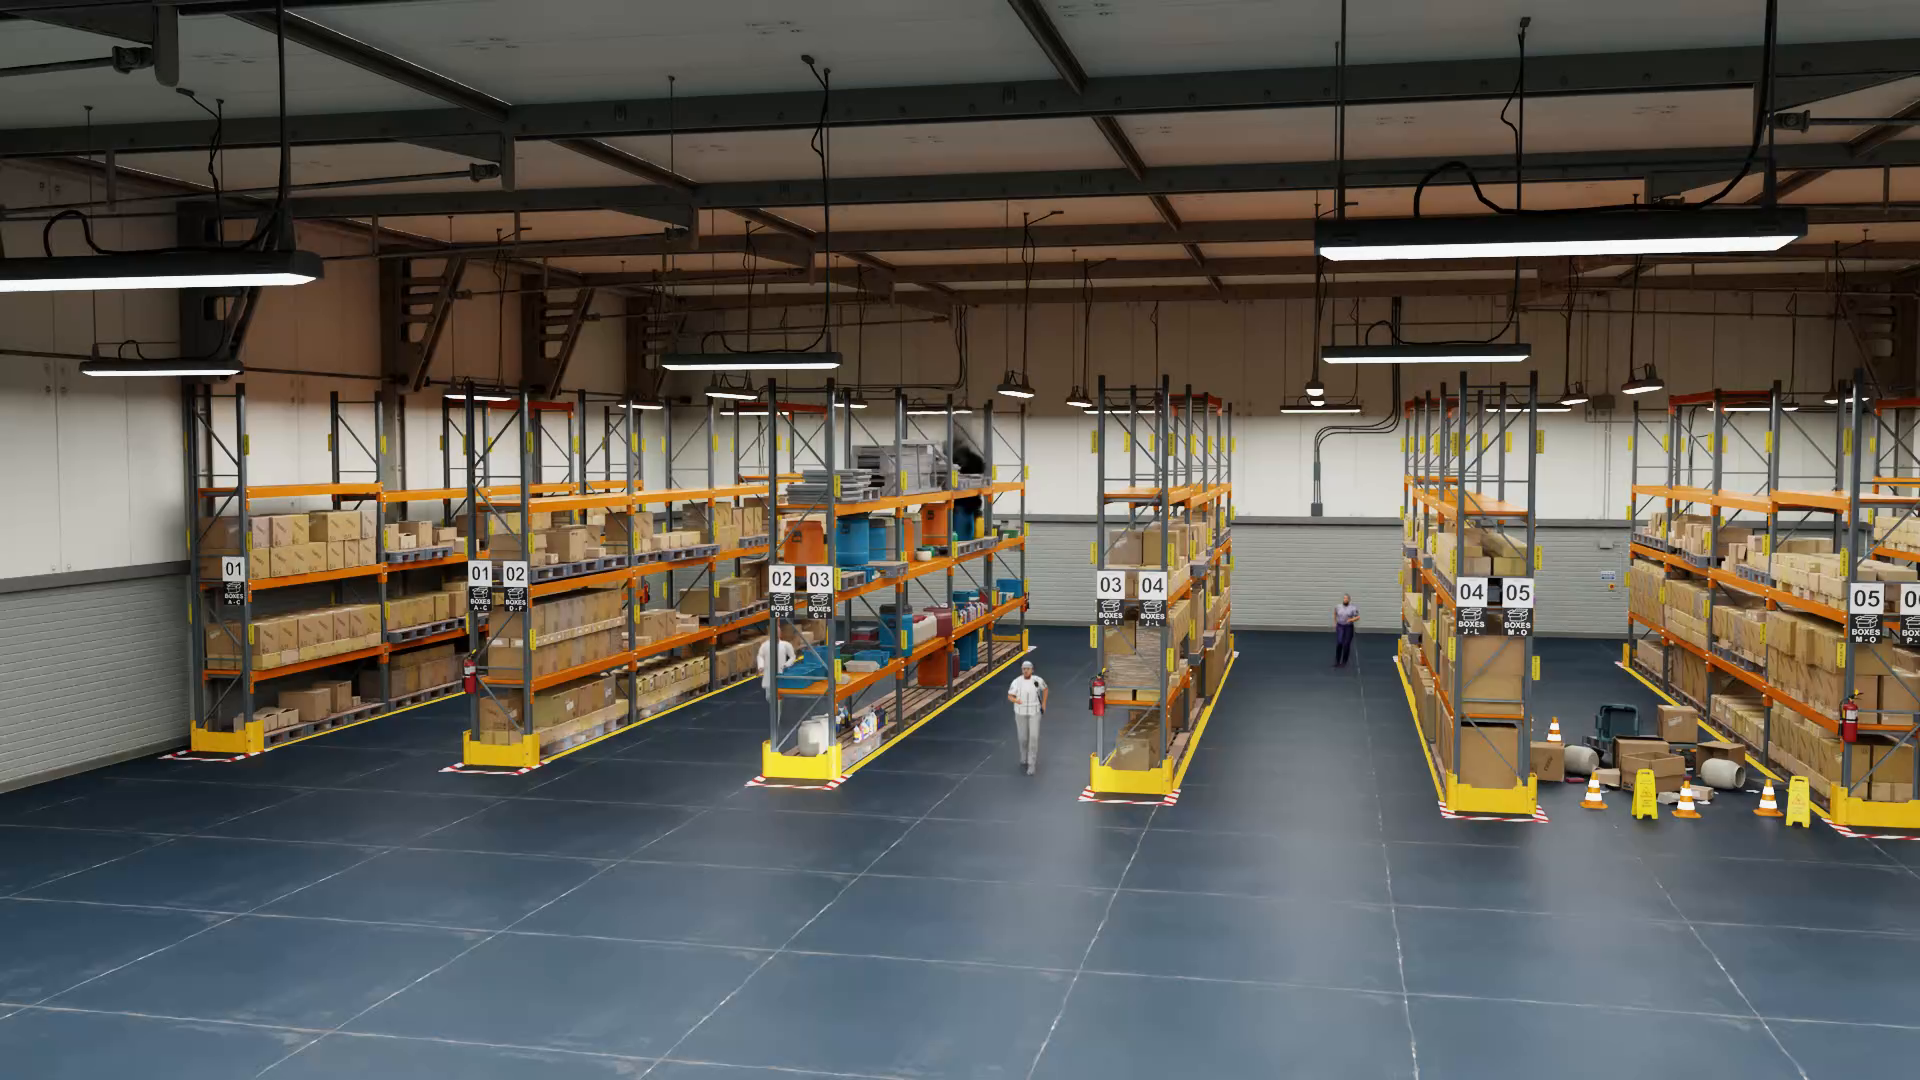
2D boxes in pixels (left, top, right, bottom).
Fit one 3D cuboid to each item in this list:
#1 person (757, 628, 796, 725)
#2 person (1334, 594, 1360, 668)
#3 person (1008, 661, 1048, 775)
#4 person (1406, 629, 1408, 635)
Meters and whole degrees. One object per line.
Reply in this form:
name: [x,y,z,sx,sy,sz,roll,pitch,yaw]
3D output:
person: [-3.309,2.434,29.924,0.709,1.737,0.640,0,3,1]
person: [8.720,2.044,37.517,0.593,1.642,0.690,1,3,17]
person: [1.044,2.708,25.639,0.614,1.698,0.898,0,3,7]
person: [10.957,1.919,39.749,0.801,1.674,0.681,1,3,20]
